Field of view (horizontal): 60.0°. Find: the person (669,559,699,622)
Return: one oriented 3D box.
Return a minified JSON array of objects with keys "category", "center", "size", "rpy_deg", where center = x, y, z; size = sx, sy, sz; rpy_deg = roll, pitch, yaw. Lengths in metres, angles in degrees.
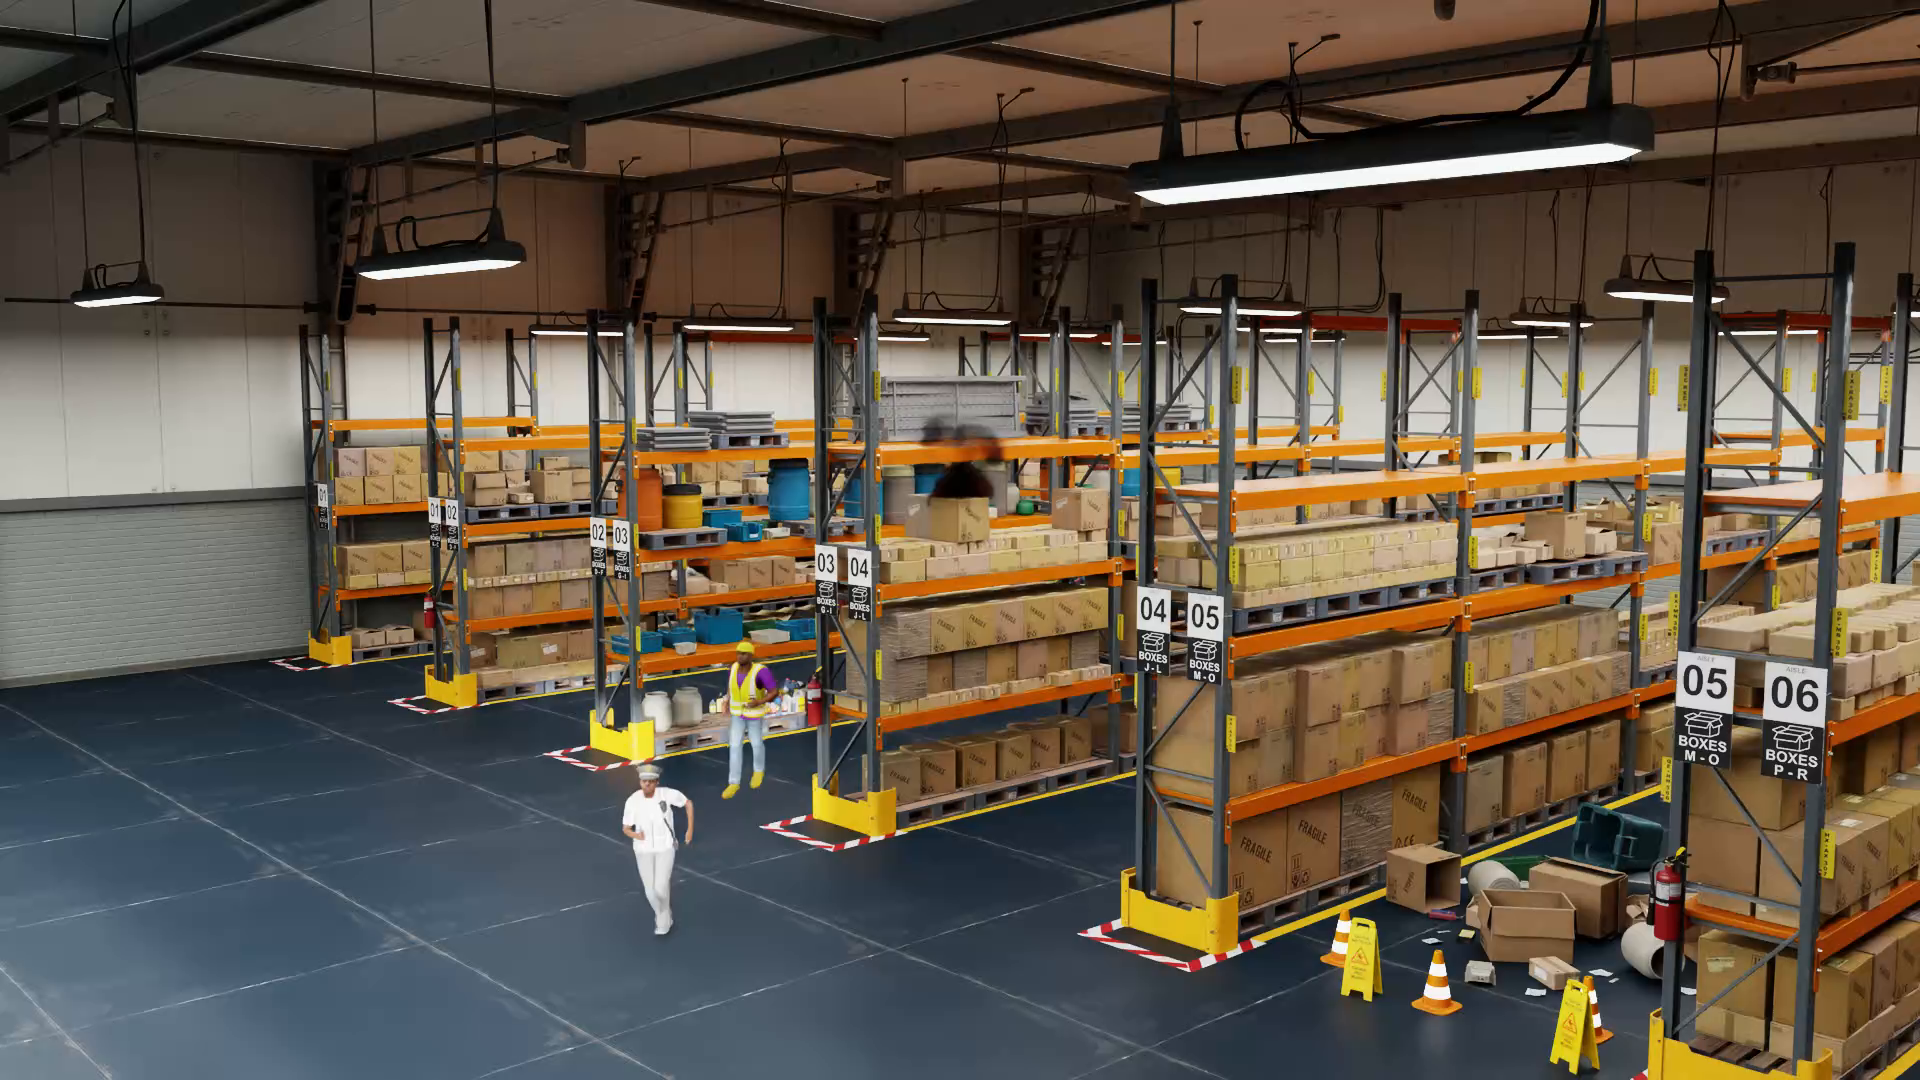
[{"category":"person","center":[-5.233,1.122,31.341],"size":[0.640,1.819,0.791],"rpy_deg":[5,7,39]}]

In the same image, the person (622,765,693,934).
[{"category":"person","center":[-2.743,2.819,15.068],"size":[0.609,1.639,0.712],"rpy_deg":[0,6,-2]}]

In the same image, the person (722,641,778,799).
[{"category":"person","center":[-2.440,2.065,19.466],"size":[0.703,1.803,0.824],"rpy_deg":[2,6,17]}]
